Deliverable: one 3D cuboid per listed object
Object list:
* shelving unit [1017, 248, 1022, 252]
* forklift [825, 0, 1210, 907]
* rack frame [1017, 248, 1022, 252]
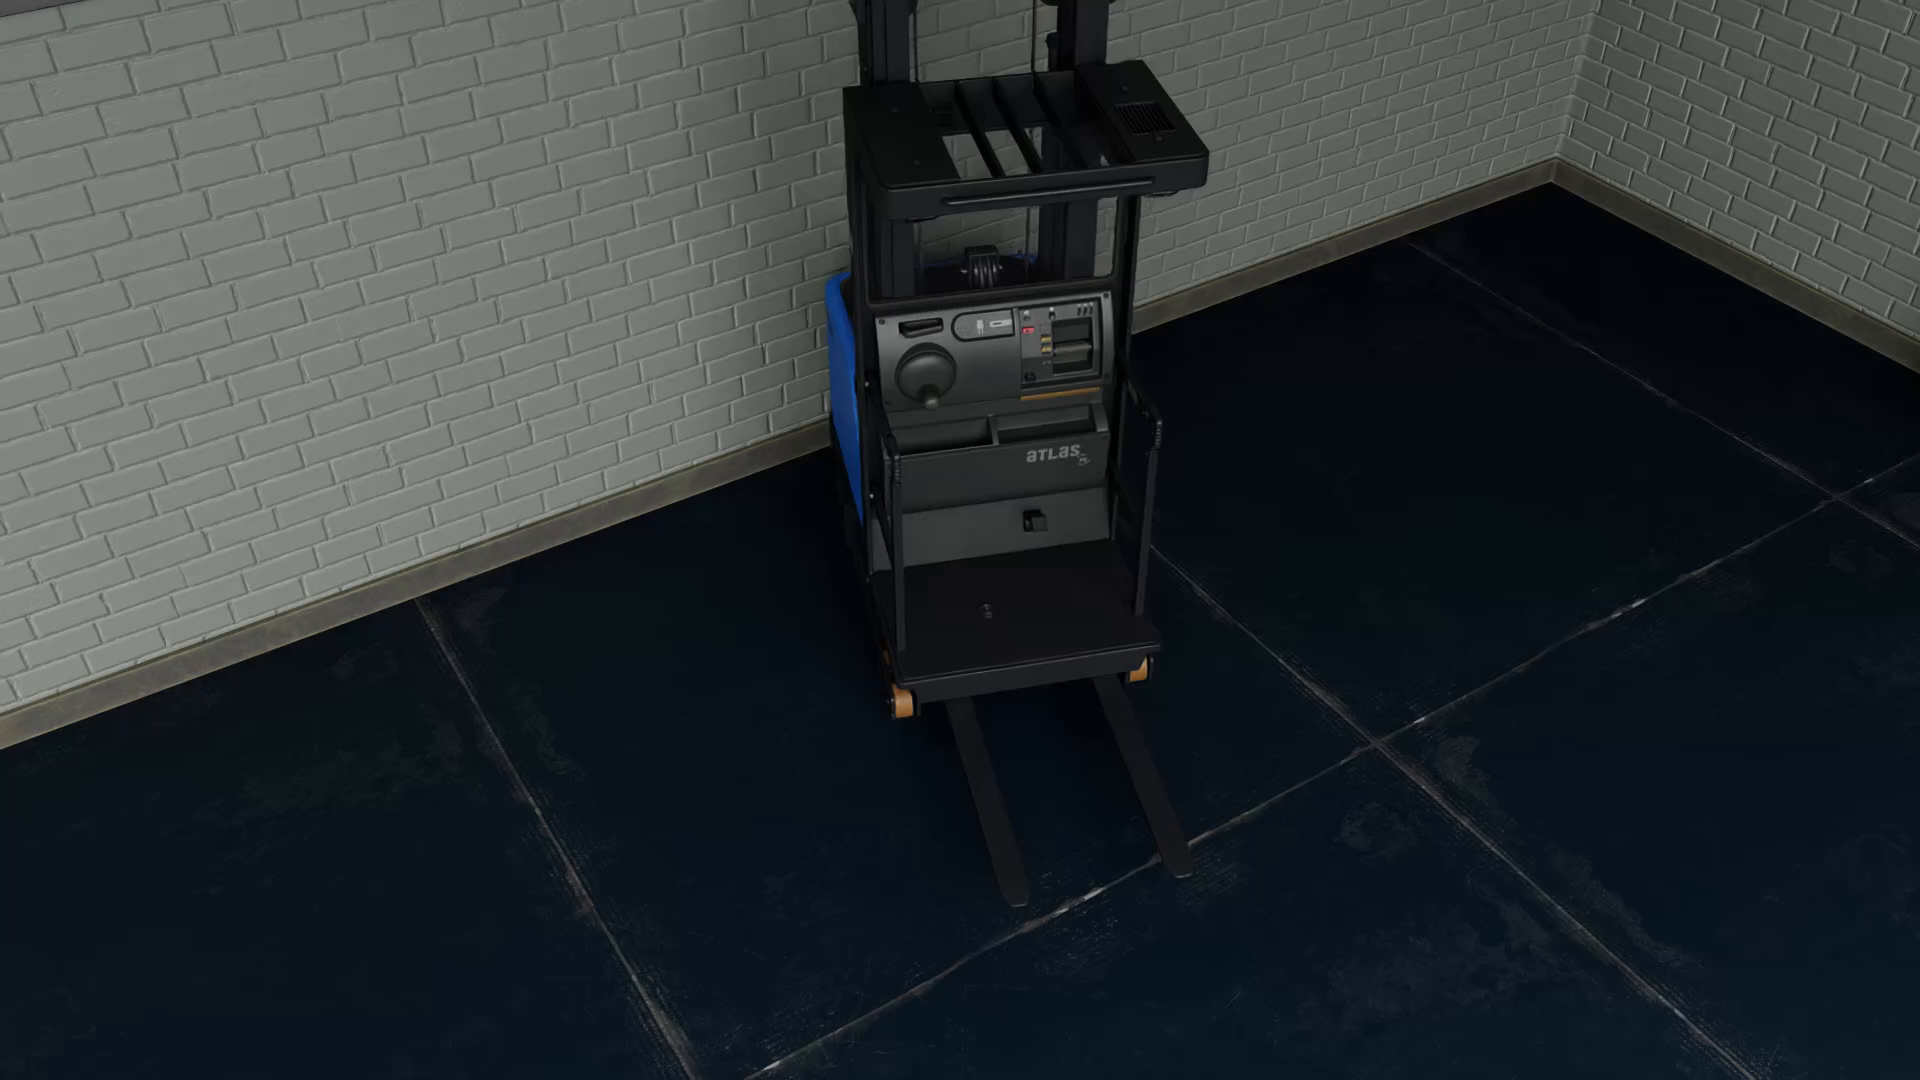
[{"bbox_3d":[0.239,-0.970,8.211,0.258,0.900,0.210,-19,43,-21],"label":"shelving unit"},{"bbox_3d":[0.187,-0.656,6.248,1.130,2.935,3.031,-8,40,-9],"label":"forklift"},{"bbox_3d":[0.191,-1.028,8.280,0.240,0.900,0.006,-19,43,-21],"label":"rack frame"}]
